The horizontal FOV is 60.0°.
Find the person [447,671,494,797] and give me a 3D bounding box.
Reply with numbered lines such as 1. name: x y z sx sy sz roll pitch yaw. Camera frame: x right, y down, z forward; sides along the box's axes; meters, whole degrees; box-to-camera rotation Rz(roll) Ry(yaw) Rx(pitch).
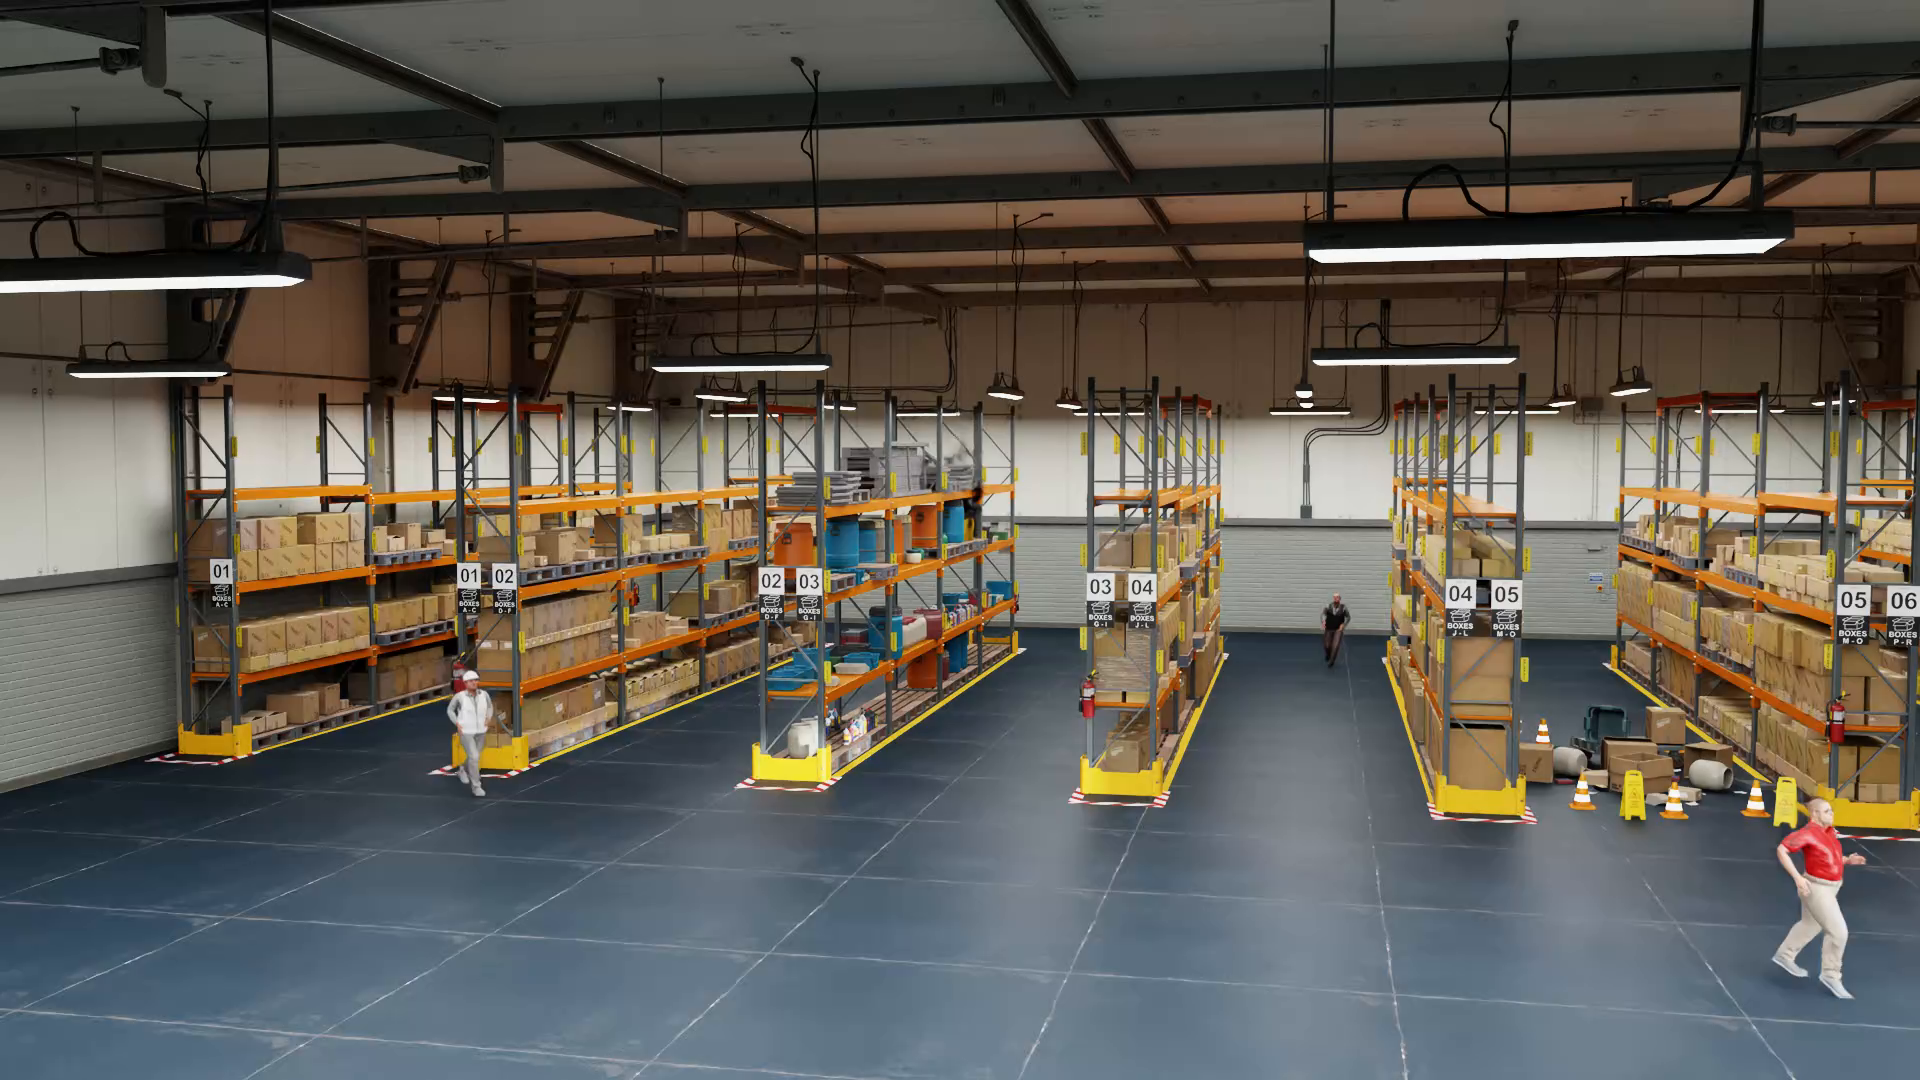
1. person: -7.043 2.754 23.973 0.657 1.766 0.894 -3 4 -40

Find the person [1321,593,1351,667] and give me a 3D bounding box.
1. person: 8.562 2.051 37.907 0.678 1.682 0.624 1 3 20

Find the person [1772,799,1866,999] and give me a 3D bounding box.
1. person: 7.920 3.287 15.362 0.799 1.803 0.638 3 4 42
